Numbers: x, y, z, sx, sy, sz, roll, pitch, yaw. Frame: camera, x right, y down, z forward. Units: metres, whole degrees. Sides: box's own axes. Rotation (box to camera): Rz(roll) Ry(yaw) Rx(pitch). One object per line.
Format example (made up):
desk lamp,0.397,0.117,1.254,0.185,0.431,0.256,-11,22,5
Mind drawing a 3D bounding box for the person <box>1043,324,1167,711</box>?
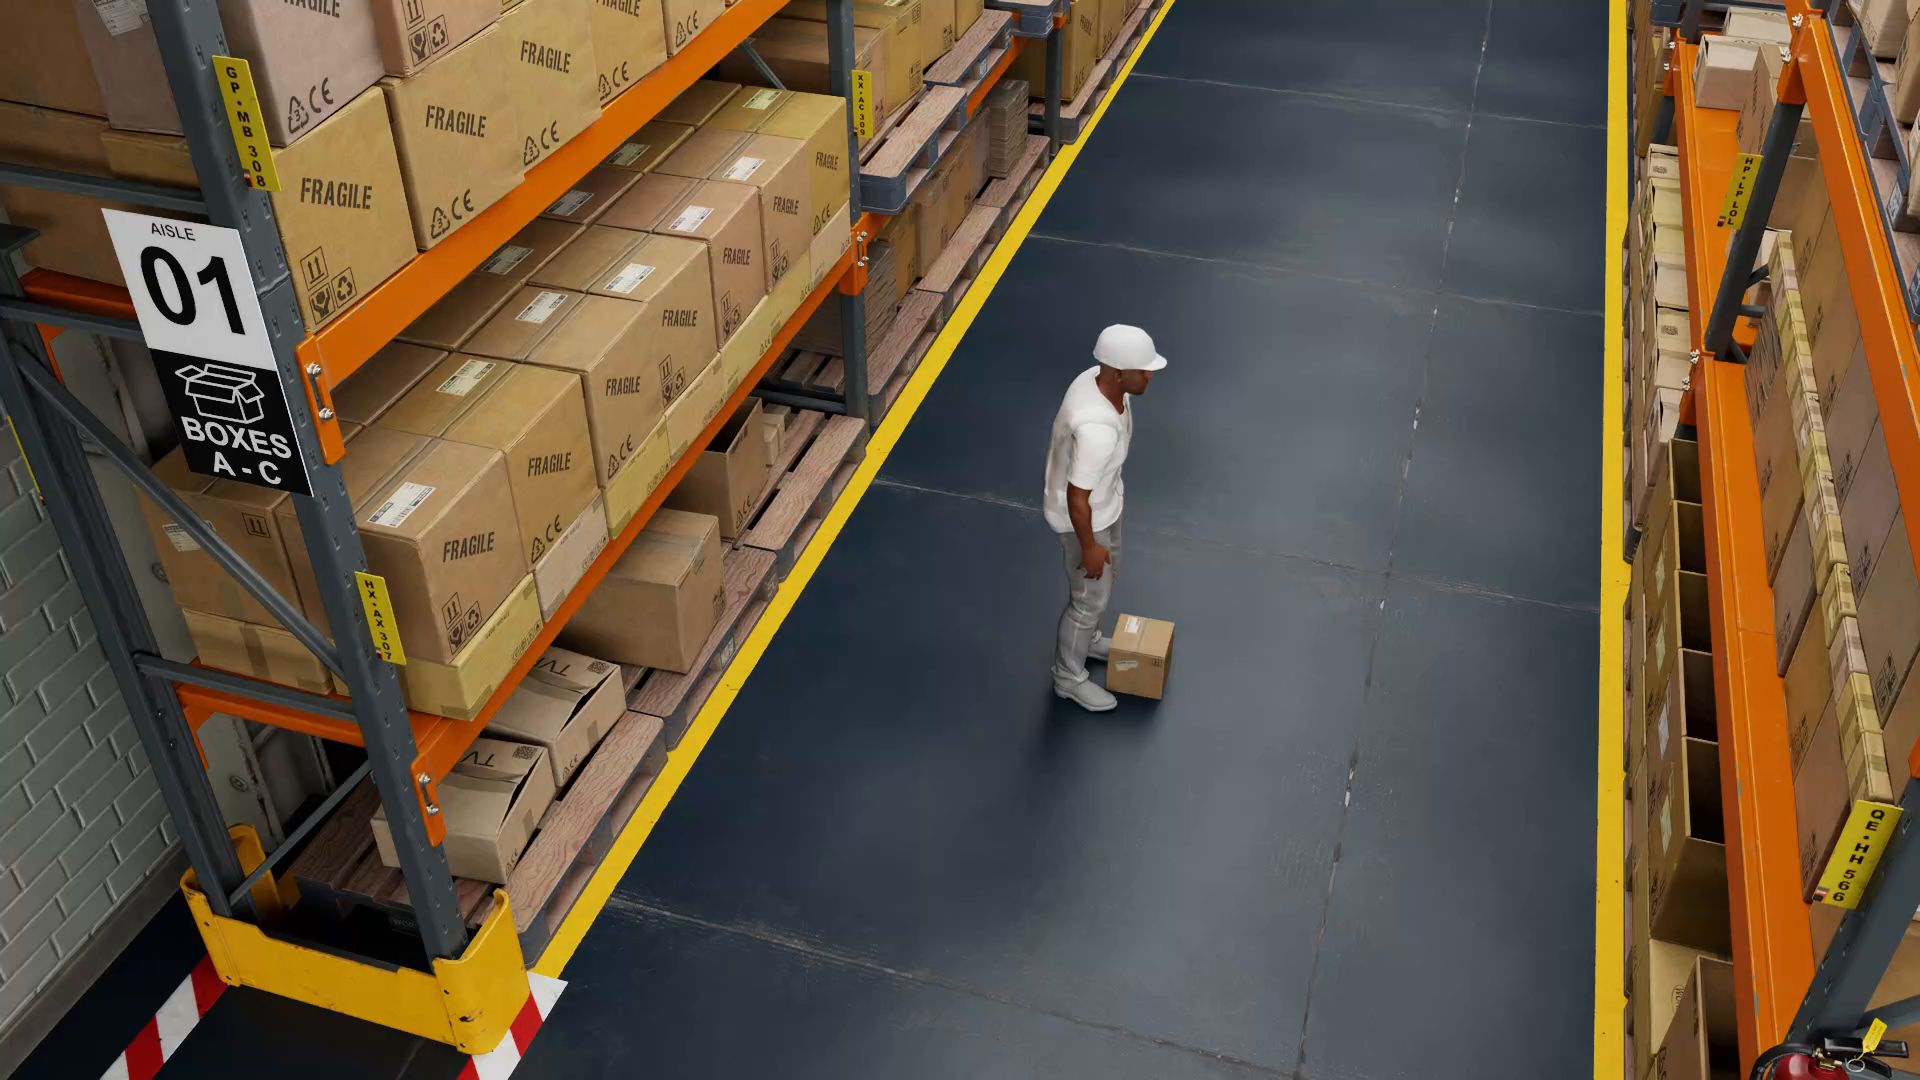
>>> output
person,0.588,-0.125,7.044,0.459,1.760,0.634,9,38,11
